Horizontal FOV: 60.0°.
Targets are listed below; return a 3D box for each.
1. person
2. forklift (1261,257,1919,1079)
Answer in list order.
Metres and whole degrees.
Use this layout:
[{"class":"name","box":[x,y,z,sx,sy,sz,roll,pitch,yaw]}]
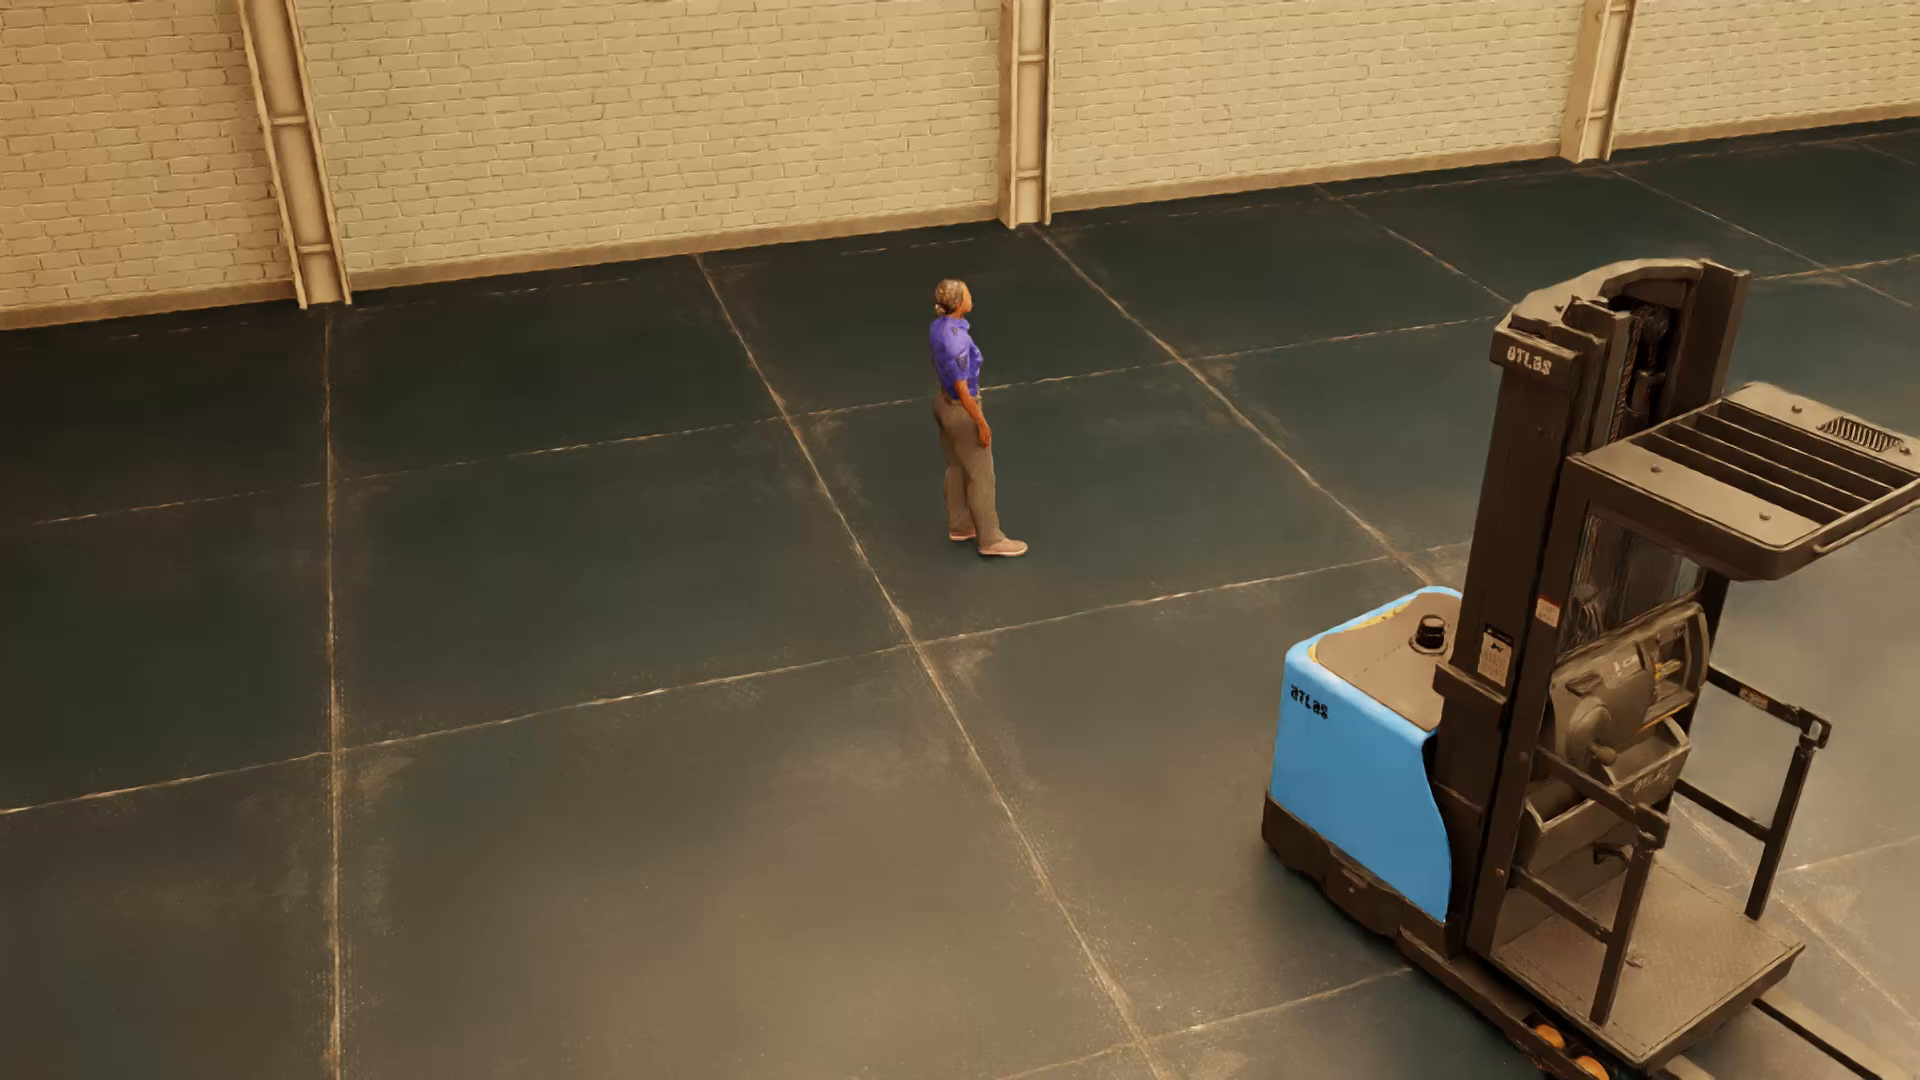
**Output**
[{"class":"person","box":[0.089,-0.728,9.618,0.503,1.654,0.570,-10,31,-16]},{"class":"forklift","box":[2.626,0.585,6.070,1.130,2.935,3.031,-19,35,-30]}]
